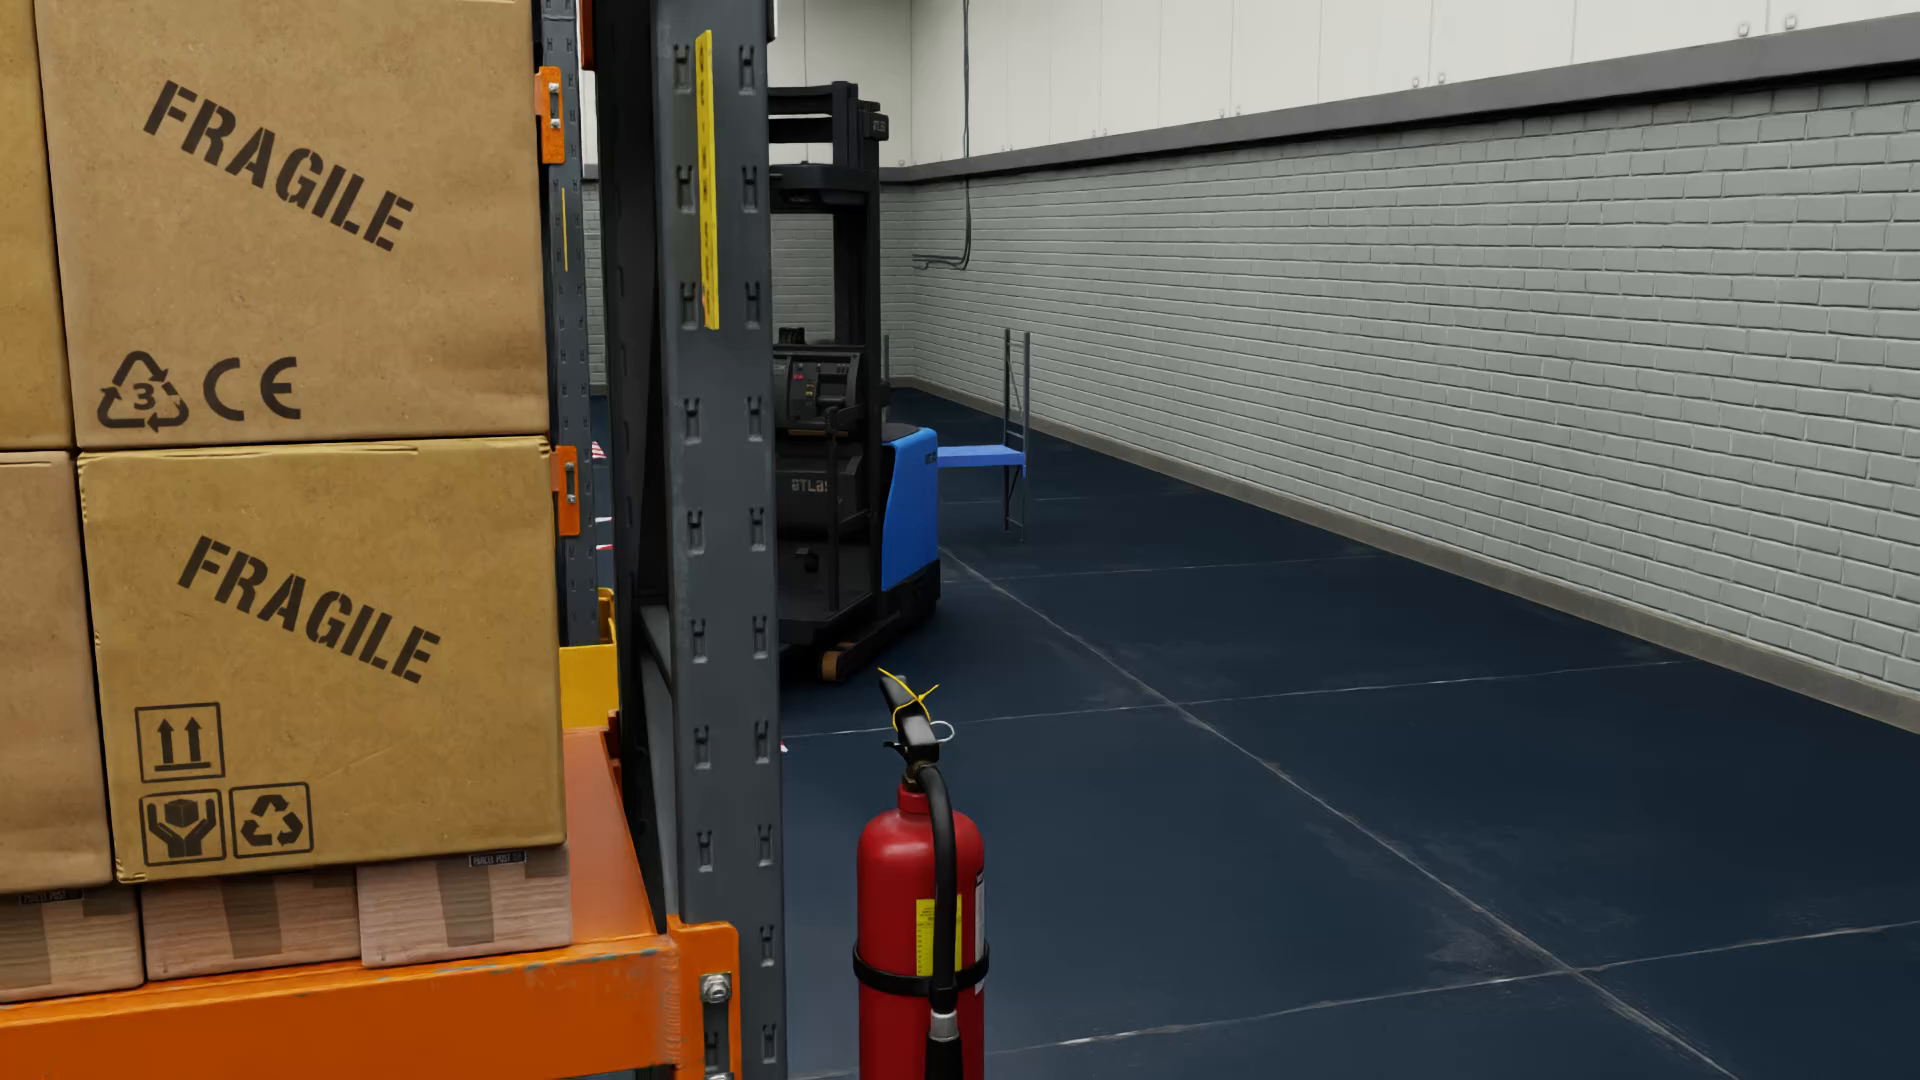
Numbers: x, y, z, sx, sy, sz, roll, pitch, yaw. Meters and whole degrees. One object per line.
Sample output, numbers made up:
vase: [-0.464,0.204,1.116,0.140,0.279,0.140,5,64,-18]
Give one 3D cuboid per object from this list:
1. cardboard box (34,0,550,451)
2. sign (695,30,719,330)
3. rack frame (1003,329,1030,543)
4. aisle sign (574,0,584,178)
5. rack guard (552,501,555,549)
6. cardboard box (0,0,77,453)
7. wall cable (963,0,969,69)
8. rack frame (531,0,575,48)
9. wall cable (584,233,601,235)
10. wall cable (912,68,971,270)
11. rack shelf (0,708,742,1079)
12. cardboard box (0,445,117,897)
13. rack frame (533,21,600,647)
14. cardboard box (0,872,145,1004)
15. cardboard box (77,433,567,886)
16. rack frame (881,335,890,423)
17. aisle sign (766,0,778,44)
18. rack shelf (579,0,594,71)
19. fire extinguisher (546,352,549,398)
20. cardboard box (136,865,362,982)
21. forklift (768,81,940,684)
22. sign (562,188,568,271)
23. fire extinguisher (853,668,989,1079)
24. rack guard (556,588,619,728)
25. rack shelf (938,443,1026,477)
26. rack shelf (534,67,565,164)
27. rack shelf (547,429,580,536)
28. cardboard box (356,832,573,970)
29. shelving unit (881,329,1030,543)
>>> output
cardboard box: [-0.793,-0.398,2.062,0.500,0.500,0.500,-3,11,-17]
sign: [-0.287,-0.404,1.887,0.005,0.325,0.100,-3,11,-16]
rack frame: [0.406,-0.759,12.027,0.032,1.500,0.500,-3,11,-16]
aisle sign: [-1.559,-1.874,6.762,0.004,0.787,0.394,-3,11,-16]
rack guard: [-3.077,-0.279,12.183,0.348,0.500,1.175,-3,11,-16]
cardboard box: [-1.279,-0.372,1.923,0.500,0.500,0.500,-3,11,-18]
wall cable: [0.421,-6.888,19.236,0.112,2.526,3.097,-3,11,-16]
rack frame: [-1.712,-3.595,6.718,0.127,3.000,1.000,-3,11,-16]
wall cable: [-4.901,-3.956,22.446,1.851,1.984,0.084,-3,11,-16]
wall cable: [-0.335,-4.875,22.248,0.112,2.526,3.097,-3,11,-16]
rack shelf: [-2.343,0.678,2.065,4.000,0.370,1.077,-3,11,-16]
cardboard box: [-1.278,0.120,2.010,0.500,0.500,0.500,-3,11,-17]
rack frame: [-1.712,-0.644,7.261,0.127,3.000,1.000,-3,11,-16]
cardboard box: [-1.143,0.434,2.100,0.250,0.149,0.380,-3,11,-17]
cardboard box: [-0.782,0.095,2.147,0.500,0.500,0.500,-3,11,-15]
rack frame: [-0.570,-0.708,11.747,0.032,1.500,0.500,-3,11,-16]
aisle sign: [-0.269,-1.007,2.051,0.004,0.787,0.394,-3,11,-16]
rack shelf: [-2.343,-0.797,1.793,4.000,0.370,1.077,-3,11,-16]
fire extinguisher: [-2.825,-1.212,11.591,0.183,0.674,0.296,-3,11,-16]
cardboard box: [-0.906,0.418,2.183,0.250,0.149,0.380,-3,11,-16]
forklift: [-1.019,-0.811,8.354,1.130,2.935,3.031,3,11,16]
sign: [-1.574,-1.235,6.618,0.005,0.325,0.100,-3,11,-16]
fire extinguisher: [-0.052,0.512,2.224,0.183,0.674,0.296,-3,11,-16]
rack guard: [-1.689,0.584,7.494,0.348,0.500,1.175,-3,11,-16]
rack shelf: [-0.082,-0.556,11.920,1.000,0.185,0.538,-3,11,-16]
rack shelf: [-3.632,-1.664,6.505,4.000,0.370,1.077,-3,11,-16]
rack shelf: [-3.632,-0.189,6.776,4.000,0.370,1.077,-3,11,-16]
cardboard box: [-0.657,0.412,2.216,0.250,0.149,0.380,-3,11,-16]
shelving unit: [-0.082,-0.733,11.887,1.048,1.500,0.538,-3,11,-16]
